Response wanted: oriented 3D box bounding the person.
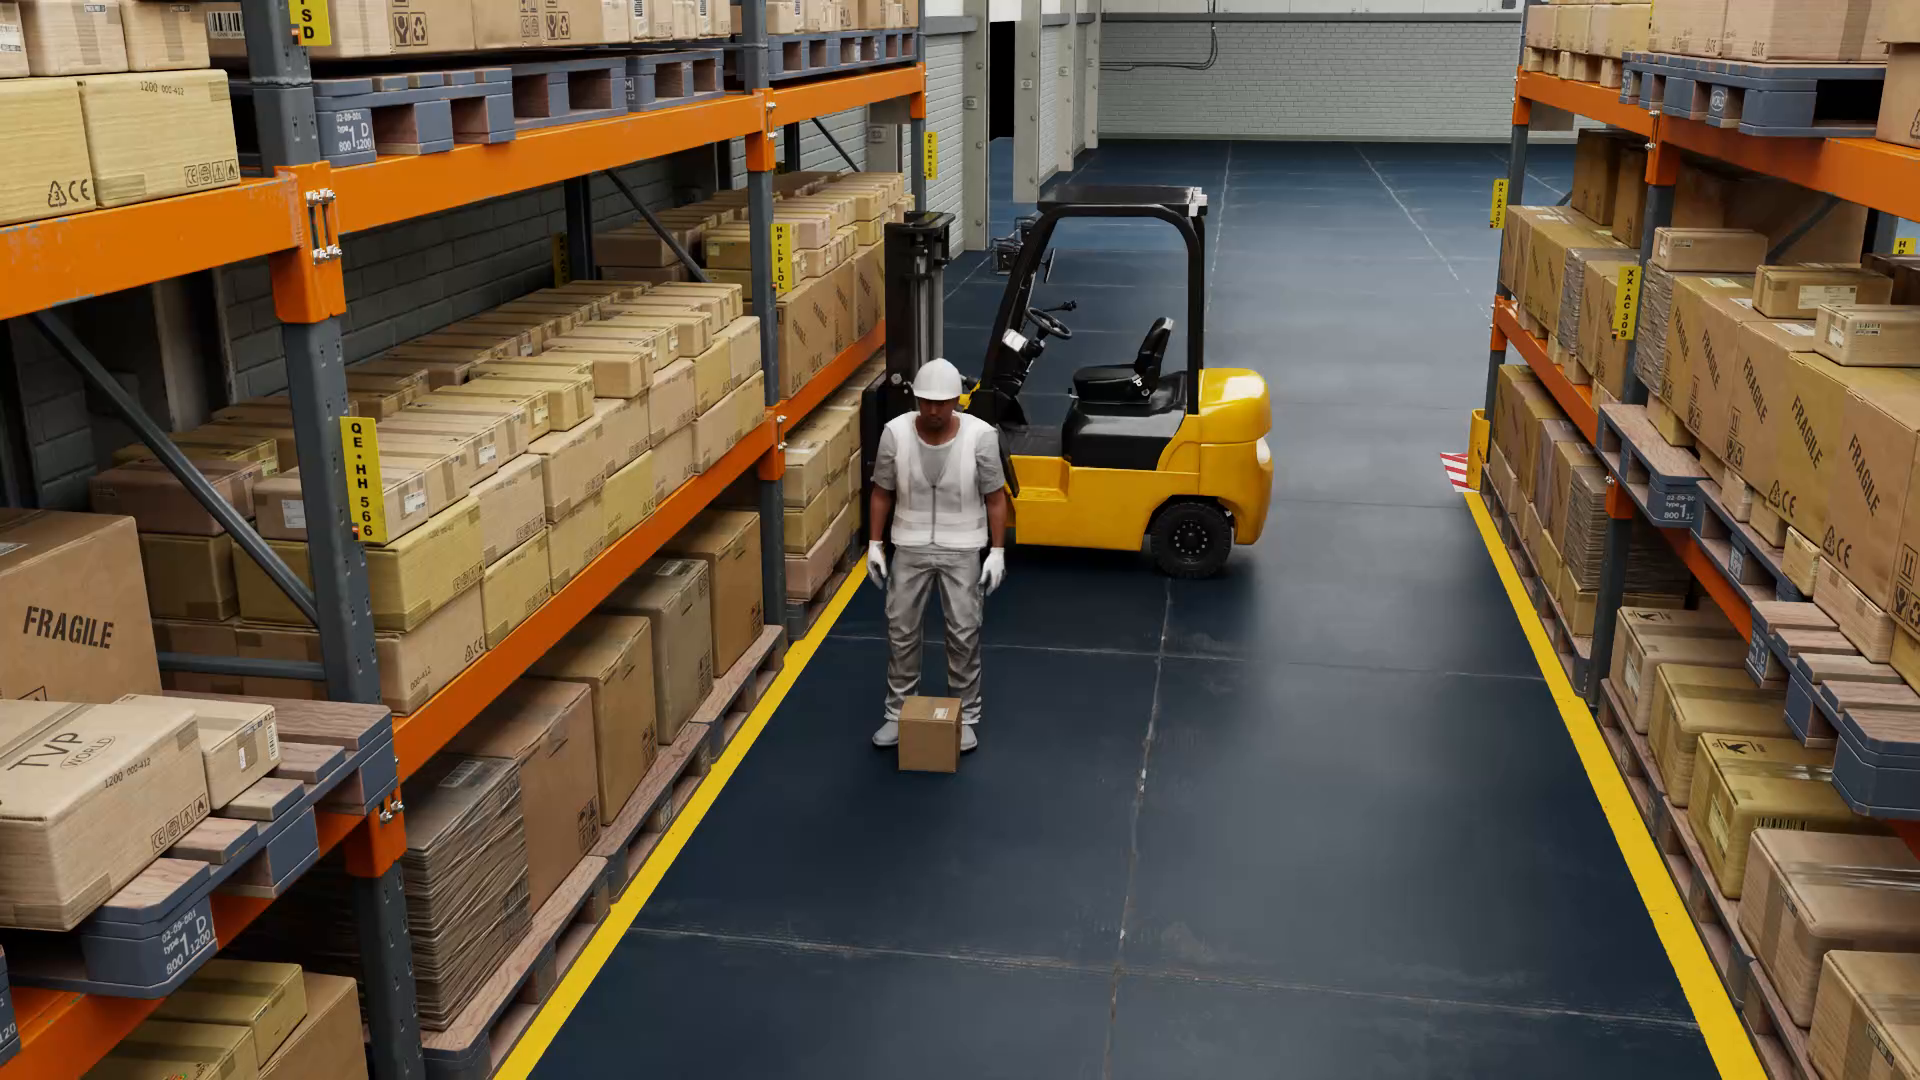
[{"bbox_3d":[-0.106,0.064,7.333,0.620,1.774,0.453,3,18,8],"label":"person"}]
